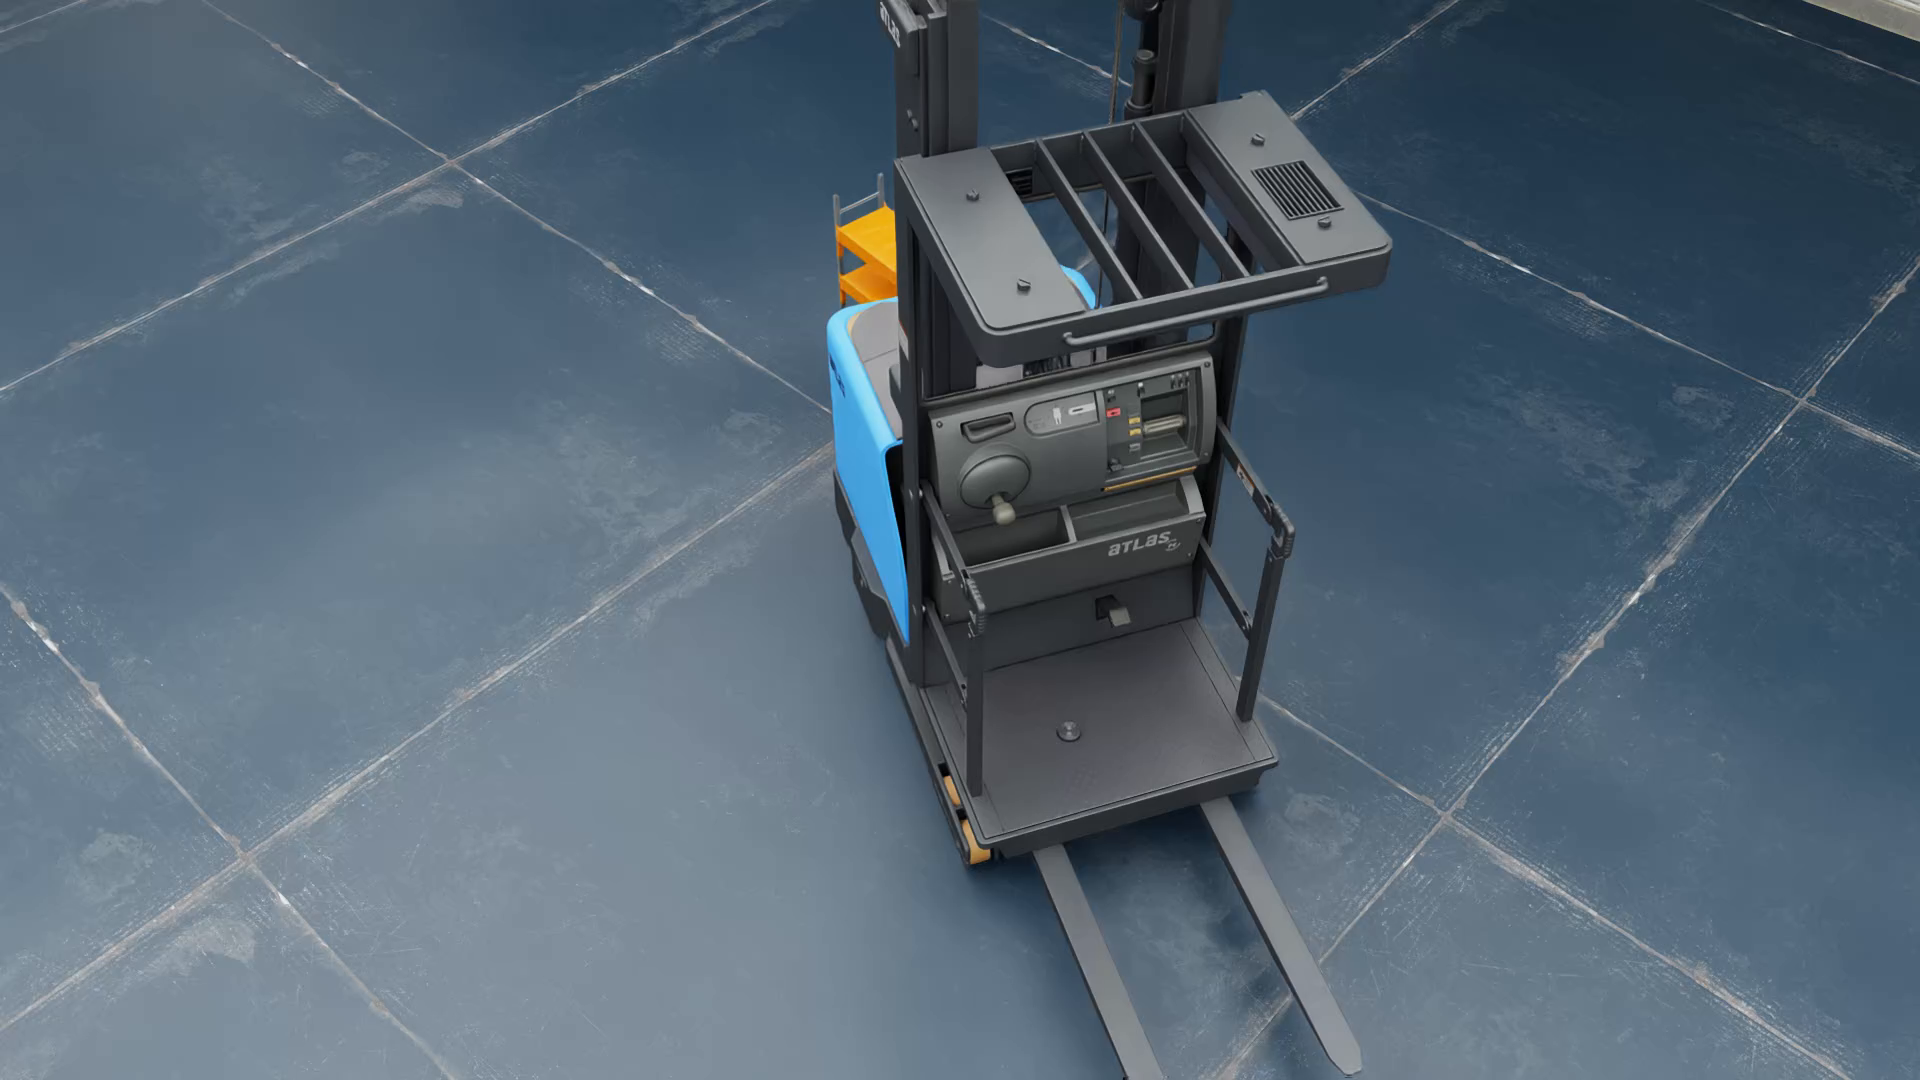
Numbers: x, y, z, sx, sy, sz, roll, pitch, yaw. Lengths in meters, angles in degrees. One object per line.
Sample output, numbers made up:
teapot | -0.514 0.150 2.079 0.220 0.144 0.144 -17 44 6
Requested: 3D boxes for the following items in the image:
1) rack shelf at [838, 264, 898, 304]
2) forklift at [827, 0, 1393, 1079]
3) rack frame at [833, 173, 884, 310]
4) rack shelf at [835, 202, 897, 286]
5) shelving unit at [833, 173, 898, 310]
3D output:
rack shelf | -0.242 -0.951 6.714 0.258 0.148 0.480 -31 54 -26
forklift | 0.433 -0.215 5.049 1.130 2.935 3.031 -14 48 -12
rack frame | -0.399 -0.980 6.956 0.240 1.200 0.015 -31 54 -26
rack shelf | -0.242 -1.113 6.542 0.258 0.148 0.480 -31 54 -26
shelving unit | -0.242 -0.844 6.828 0.258 1.200 0.503 -31 54 -26
